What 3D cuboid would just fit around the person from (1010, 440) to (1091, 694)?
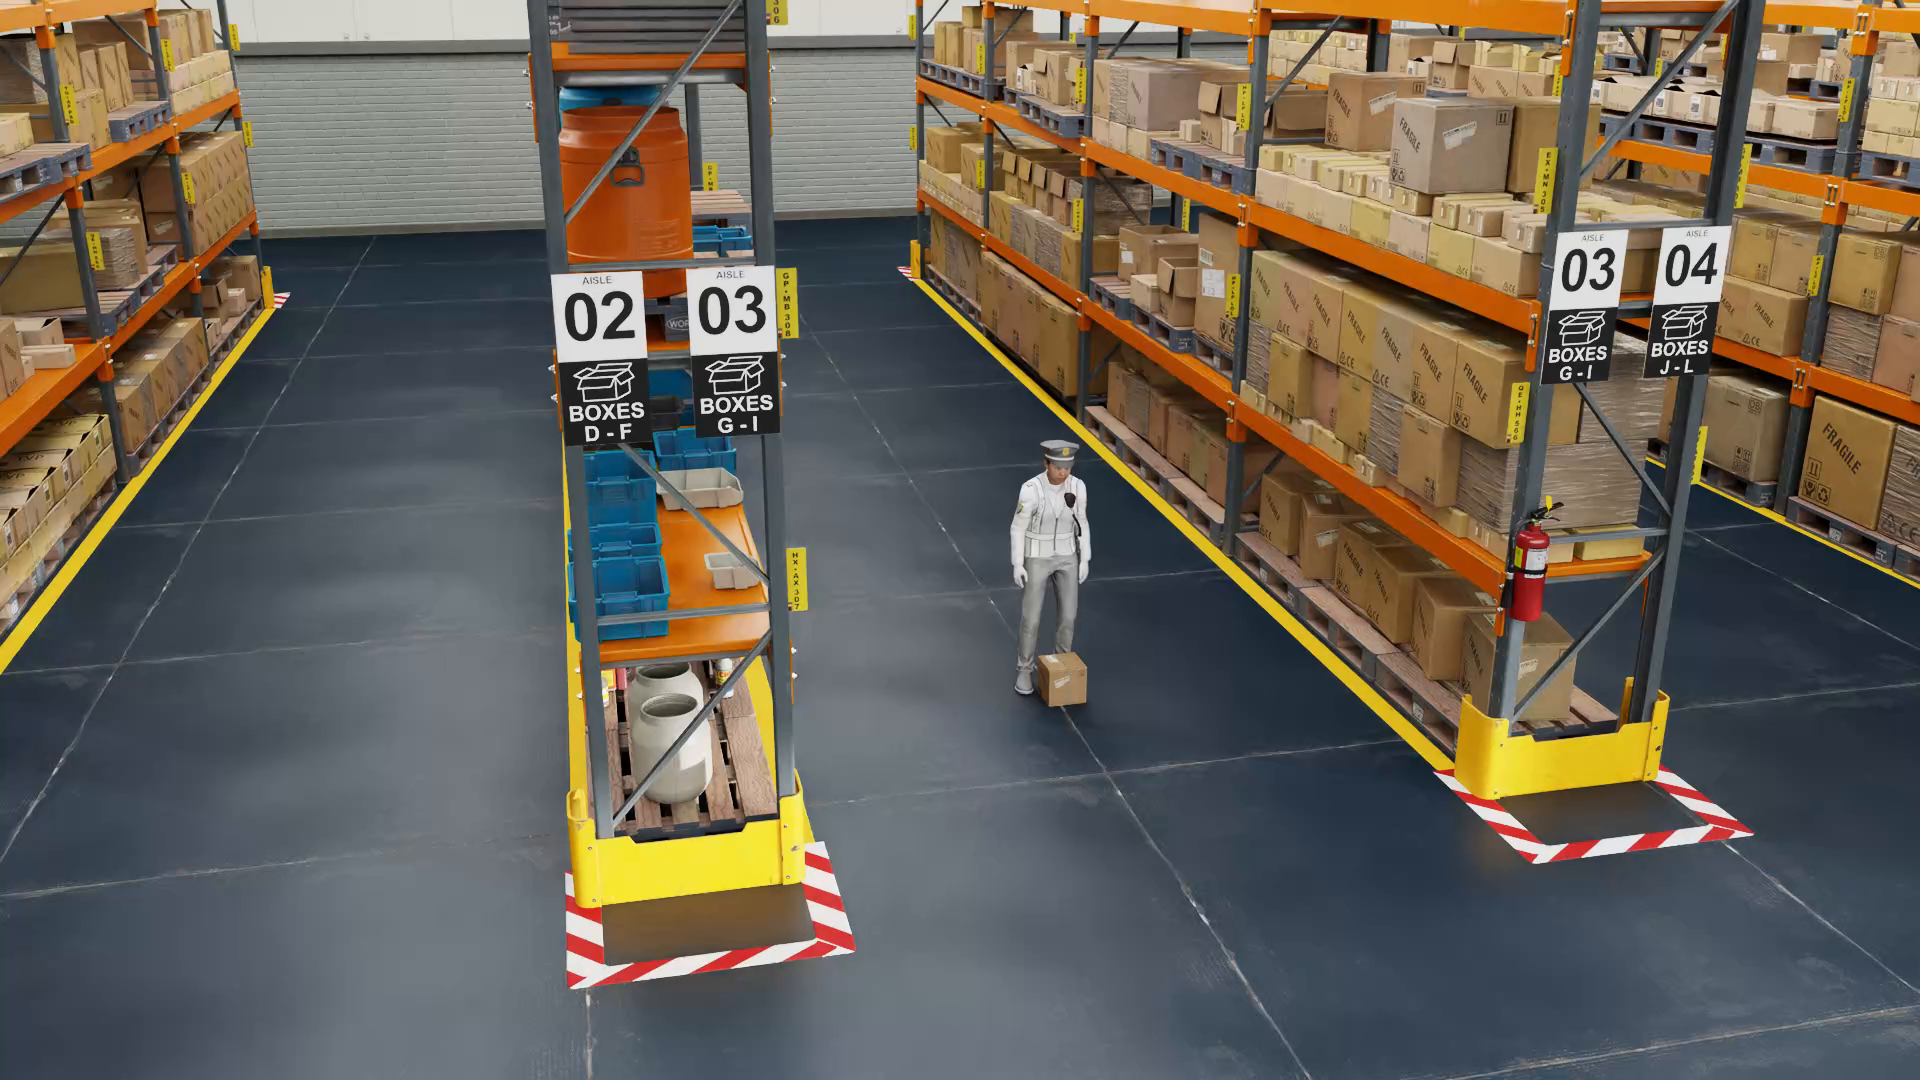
[{"bbox_3d":[0.584,0.152,10.648,0.525,1.660,0.374,-5,20,-13],"label":"person"}]
